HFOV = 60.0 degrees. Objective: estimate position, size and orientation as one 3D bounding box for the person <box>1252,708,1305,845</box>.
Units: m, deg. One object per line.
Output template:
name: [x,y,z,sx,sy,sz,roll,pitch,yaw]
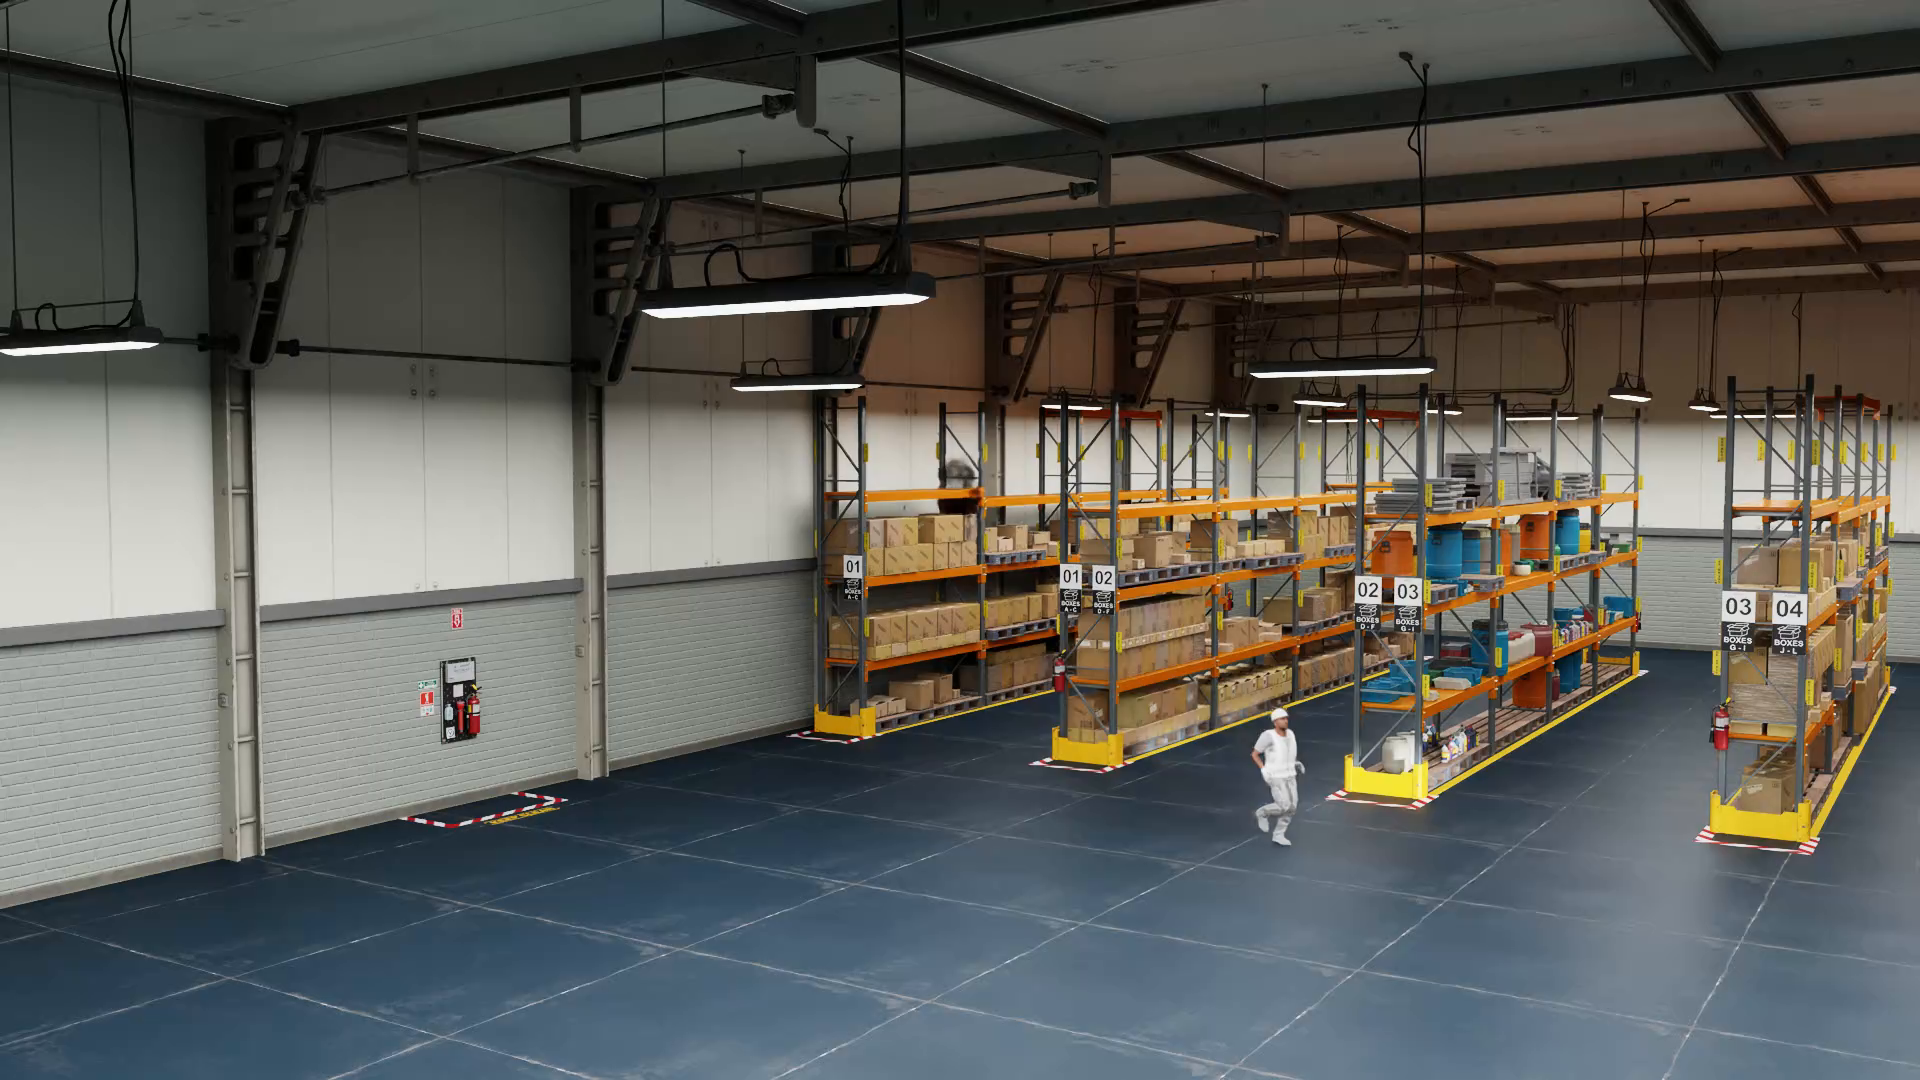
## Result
person: [4.096,3.022,21.283,0.686,1.737,0.600,-2,4,-32]
